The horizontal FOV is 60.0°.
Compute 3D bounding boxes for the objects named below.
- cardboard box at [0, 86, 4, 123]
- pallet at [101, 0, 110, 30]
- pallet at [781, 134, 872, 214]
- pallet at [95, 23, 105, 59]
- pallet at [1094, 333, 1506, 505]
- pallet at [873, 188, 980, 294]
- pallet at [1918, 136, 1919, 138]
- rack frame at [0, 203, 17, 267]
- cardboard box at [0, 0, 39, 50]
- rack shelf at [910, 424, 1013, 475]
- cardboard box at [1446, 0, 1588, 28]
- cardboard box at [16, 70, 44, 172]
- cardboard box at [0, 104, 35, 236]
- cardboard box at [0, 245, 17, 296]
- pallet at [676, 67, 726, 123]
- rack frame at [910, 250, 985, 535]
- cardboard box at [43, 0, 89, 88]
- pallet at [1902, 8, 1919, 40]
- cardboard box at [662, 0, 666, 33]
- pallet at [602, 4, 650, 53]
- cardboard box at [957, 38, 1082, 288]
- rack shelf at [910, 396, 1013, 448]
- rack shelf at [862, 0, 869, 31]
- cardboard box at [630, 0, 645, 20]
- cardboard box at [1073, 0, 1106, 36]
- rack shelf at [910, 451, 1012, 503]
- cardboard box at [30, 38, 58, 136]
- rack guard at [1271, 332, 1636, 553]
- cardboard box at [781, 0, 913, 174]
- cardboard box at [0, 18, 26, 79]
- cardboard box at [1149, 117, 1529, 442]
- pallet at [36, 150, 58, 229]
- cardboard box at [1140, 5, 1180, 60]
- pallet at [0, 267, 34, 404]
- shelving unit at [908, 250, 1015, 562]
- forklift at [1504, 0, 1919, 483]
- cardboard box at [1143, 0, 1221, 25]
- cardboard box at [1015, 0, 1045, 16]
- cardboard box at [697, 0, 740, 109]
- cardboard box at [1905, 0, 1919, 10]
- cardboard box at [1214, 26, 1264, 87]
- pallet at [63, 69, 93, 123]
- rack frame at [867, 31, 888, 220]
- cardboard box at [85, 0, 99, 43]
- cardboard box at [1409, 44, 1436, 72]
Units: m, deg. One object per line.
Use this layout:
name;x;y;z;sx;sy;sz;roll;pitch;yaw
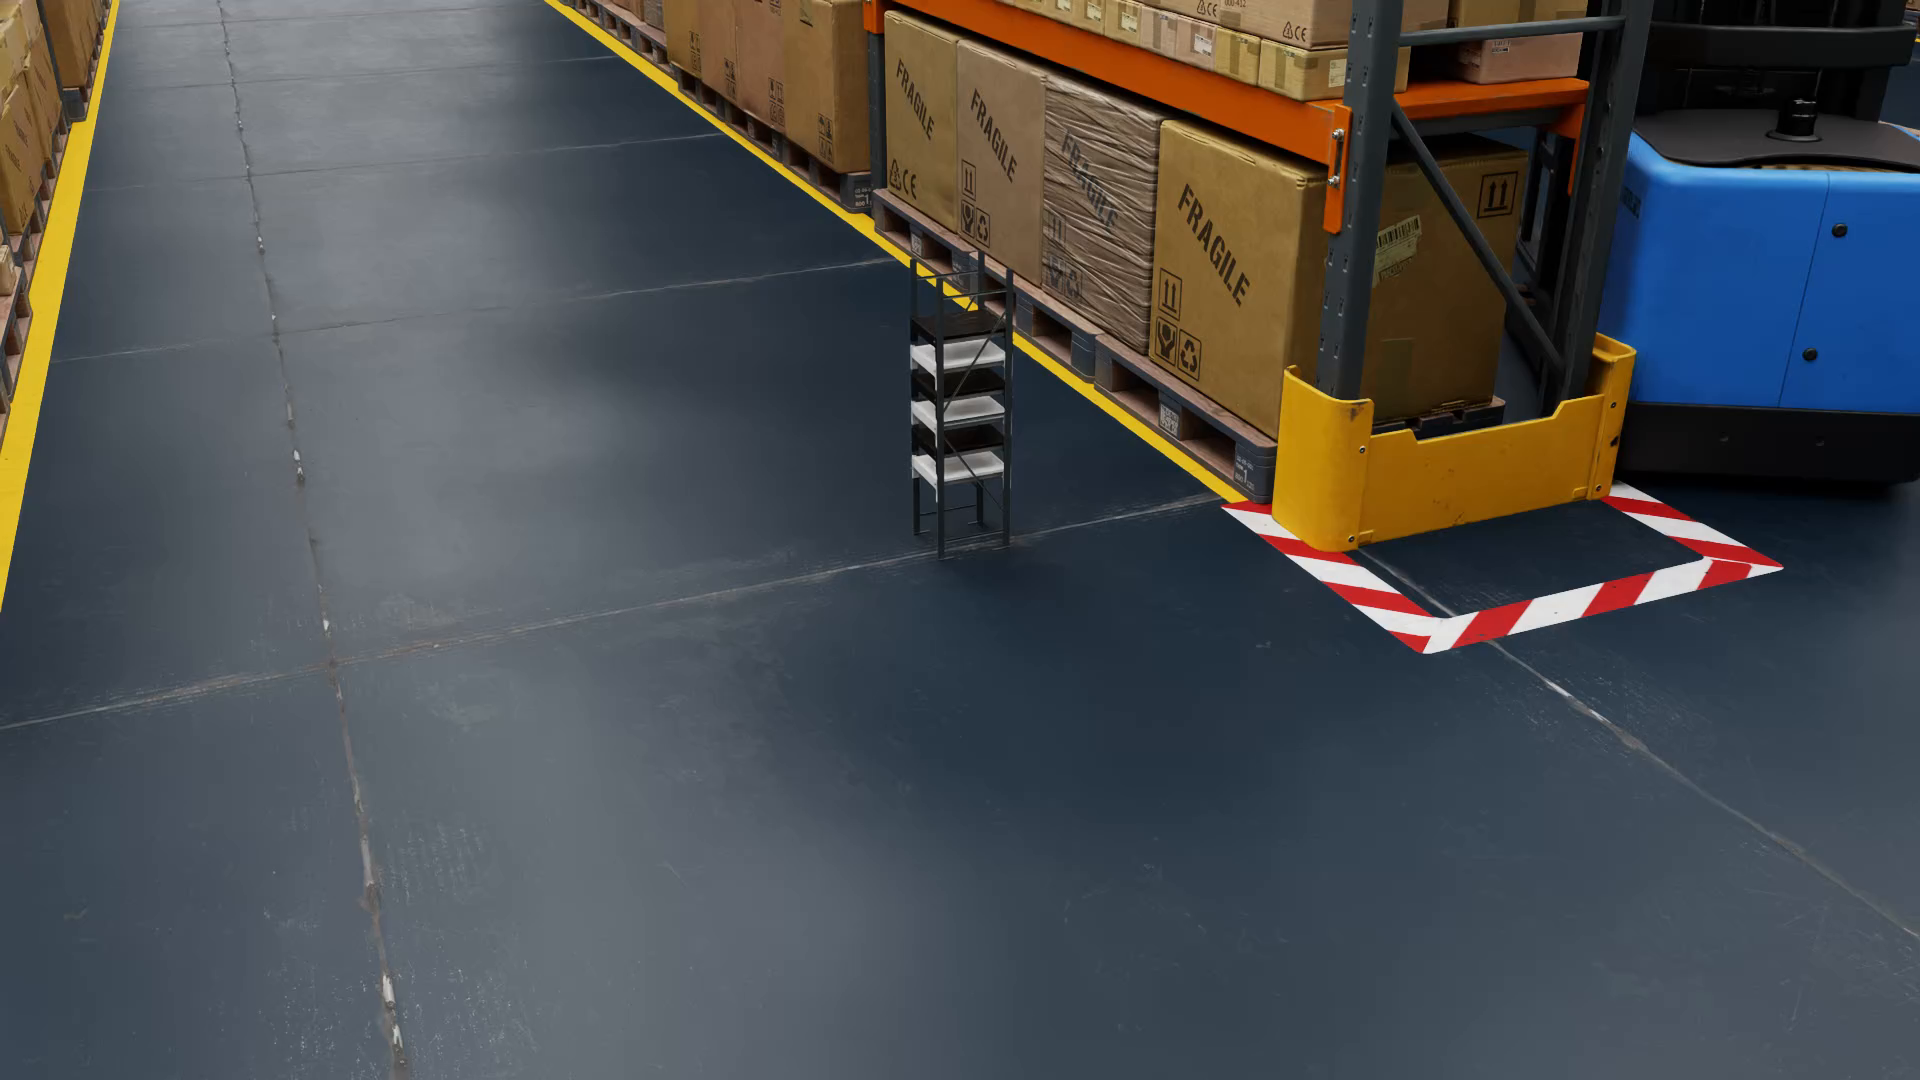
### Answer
cardboard box;-4.629;-2.028;7.500;0.500;0.250;0.500;-12;28;-23
pallet;-7.941;-4.579;14.387;1.003;0.211;1.213;-11;28;-21
pallet;-0.351;-2.139;9.389;1.003;0.211;1.213;-11;28;-21
pallet;-7.344;-3.960;13.119;1.003;0.211;1.213;-11;28;-21
pallet;1.202;-0.534;6.104;1.003;0.211;1.213;-11;28;-21
pallet;0.247;-1.520;8.122;1.003;0.211;1.213;-11;28;-21
pallet;5.383;-1.908;8.916;1.003;0.211;1.213;-11;28;-21
rack frame;-4.583;-2.282;6.504;1.000;3.000;0.127;-11;28;-21
cardboard box;-5.432;-2.866;9.216;0.500;0.250;0.500;-10;28;-20
rack shelf;0.003;-0.290;5.100;0.258;0.077;0.200;-11;28;-21
cardboard box;1.648;-1.785;5.318;0.500;0.250;0.500;-11;28;-22
cardboard box;-5.054;-2.113;8.530;0.500;0.500;0.500;-10;28;-20
cardboard box;-4.628;-1.691;7.665;0.500;0.500;0.500;-9;28;-19
cardboard box;-4.116;-1.089;6.833;0.380;0.149;0.250;-10;28;-20
pallet;-1.306;-3.124;11.407;1.003;0.211;1.213;-11;28;-21
rack frame;-0.037;-0.442;5.130;0.240;0.900;0.006;-11;28;-21
cardboard box;-6.305;-3.336;10.748;1.050;0.750;0.750;-11;28;-21
pallet;8.302;-4.356;13.931;1.003;0.211;1.213;-11;28;-21
cardboard box;-1.826;-4.049;12.472;0.700;0.500;0.500;-12;29;-23
pallet;-2.324;-4.262;13.739;1.003;0.211;1.213;-11;28;-21
cardboard box;0.558;-1.683;7.222;0.875;0.875;0.875;-11;28;-21
rack shelf;0.003;-0.371;5.060;0.258;0.077;0.200;-11;28;-21
rack shelf;-0.762;-3.577;9.978;1.077;0.370;4.000;-11;28;-21
cardboard box;-2.284;-4.499;13.393;0.700;0.500;0.500;-8;27;-16
cardboard box;0.641;-1.969;6.151;0.380;0.149;0.250;-10;28;-20
rack shelf;0.003;-0.209;5.139;0.258;0.077;0.200;-11;28;-21
cardboard box;-5.451;-2.531;9.385;0.500;0.500;0.500;-9;28;-19
rack guard;1.597;-0.345;5.387;1.175;0.500;0.348;-11;28;-21
cardboard box;-0.248;-2.582;9.062;1.225;0.875;0.875;-10;28;-20
cardboard box;-5.035;-2.449;8.363;0.500;0.250;0.500;-9;28;-19
cardboard box;1.263;-0.957;5.734;0.875;0.875;0.875;-11;28;-21
pallet;-5.370;-1.836;8.770;1.003;0.211;1.213;-11;28;-21
cardboard box;0.847;-1.760;5.723;0.380;0.149;0.250;-10;28;-20
pallet;-4.287;-0.764;6.573;1.003;0.211;1.213;-11;28;-21
shelving unit;0.003;-0.401;5.046;0.258;0.900;0.210;-11;28;-21
forklift;2.849;-2.121;6.254;1.130;2.935;3.031;3;26;6
cardboard box;0.955;-1.899;5.553;0.500;0.250;0.500;-11;28;-21
cardboard box;0.442;-2.175;6.571;0.380;0.149;0.250;-11;28;-22
cardboard box;-0.953;-3.298;10.530;1.225;0.875;0.875;-10;28;-20
cardboard box;8.097;-4.627;13.654;0.500;0.500;0.500;-12;28;-22
cardboard box;1.041;-1.557;5.307;0.380;0.149;0.250;-10;28;-20
pallet;-6.388;-2.975;11.102;1.003;0.211;1.213;-11;28;-21
rack frame;0.021;-3.093;8.166;1.000;3.000;0.127;-11;28;-21
cardboard box;-7.015;-4.064;12.240;1.050;0.750;0.750;-11;28;-21
cardboard box;1.650;-1.669;5.535;0.380;0.149;0.250;-11;28;-21
